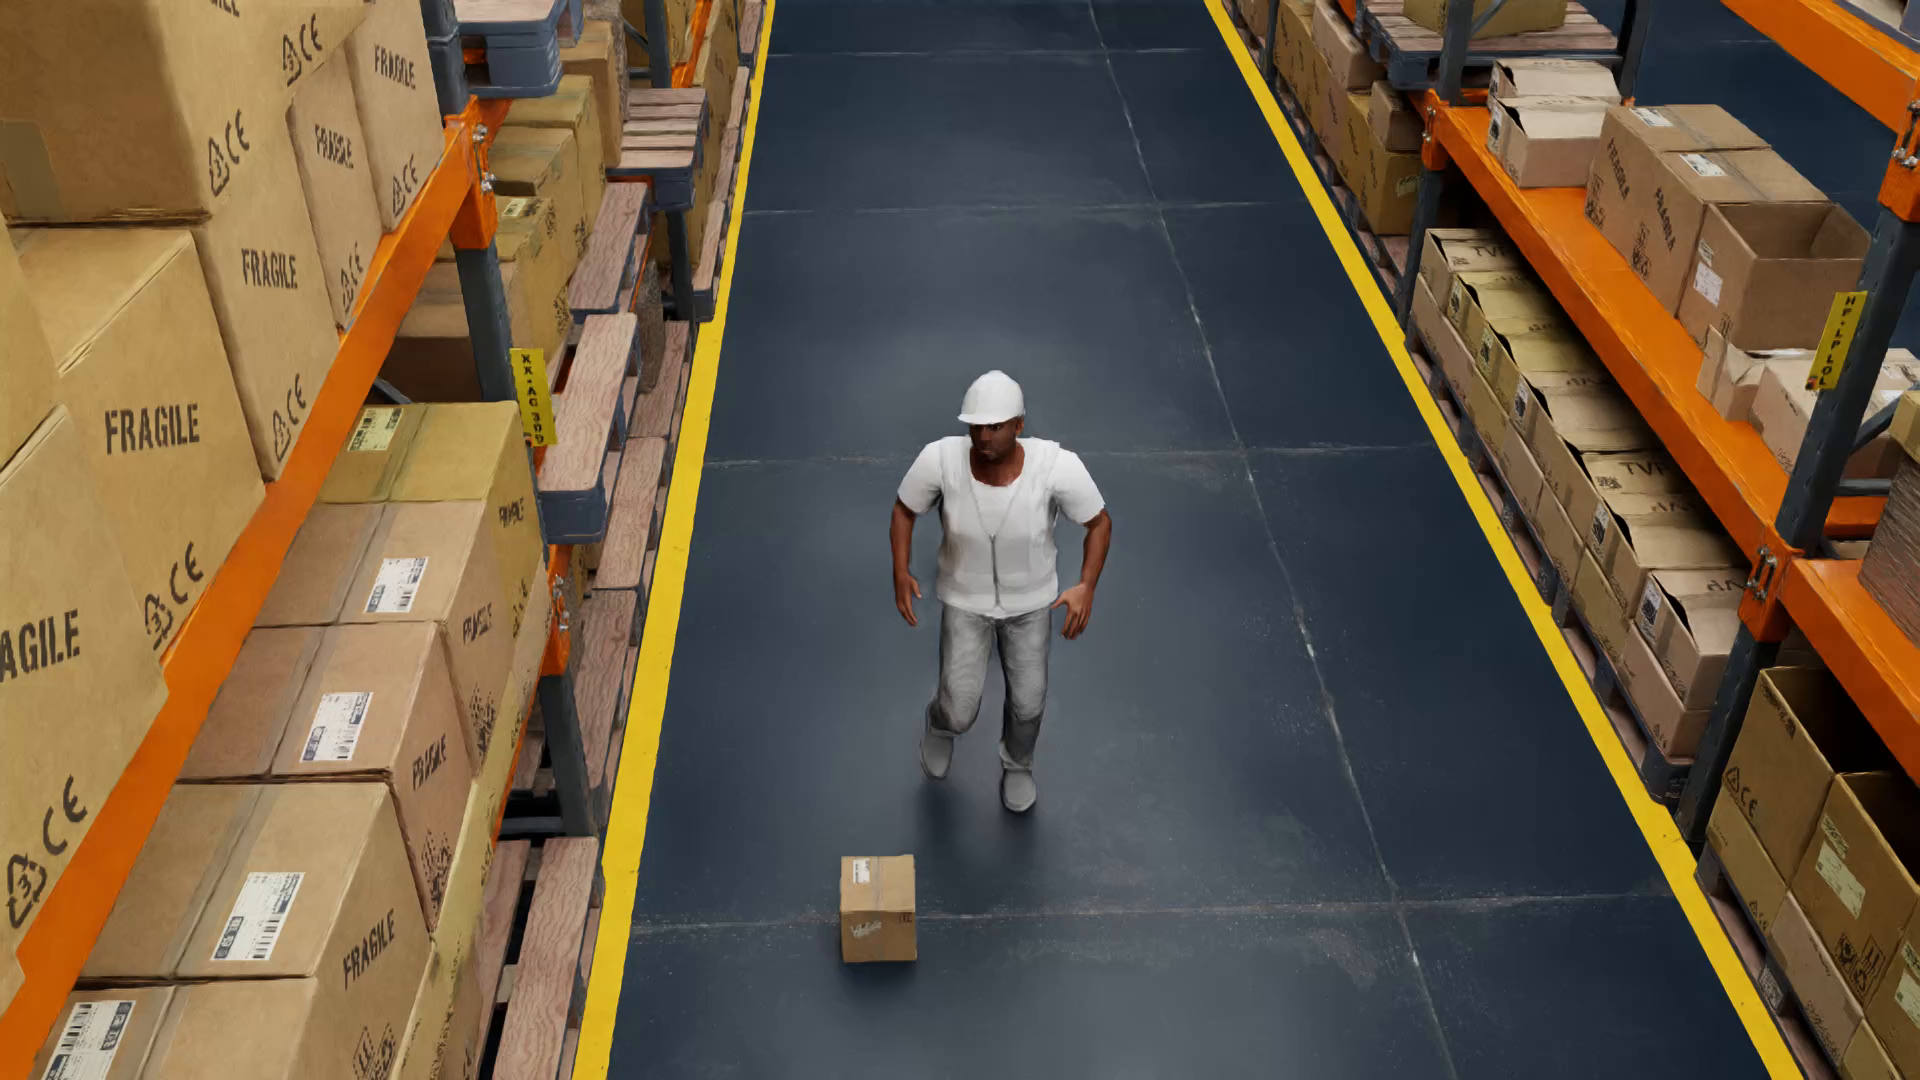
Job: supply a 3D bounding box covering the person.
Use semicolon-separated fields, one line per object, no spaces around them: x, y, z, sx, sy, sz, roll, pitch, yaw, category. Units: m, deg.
0.142;0.222;5.837;0.766;1.737;0.511;-1;35;-1;person
